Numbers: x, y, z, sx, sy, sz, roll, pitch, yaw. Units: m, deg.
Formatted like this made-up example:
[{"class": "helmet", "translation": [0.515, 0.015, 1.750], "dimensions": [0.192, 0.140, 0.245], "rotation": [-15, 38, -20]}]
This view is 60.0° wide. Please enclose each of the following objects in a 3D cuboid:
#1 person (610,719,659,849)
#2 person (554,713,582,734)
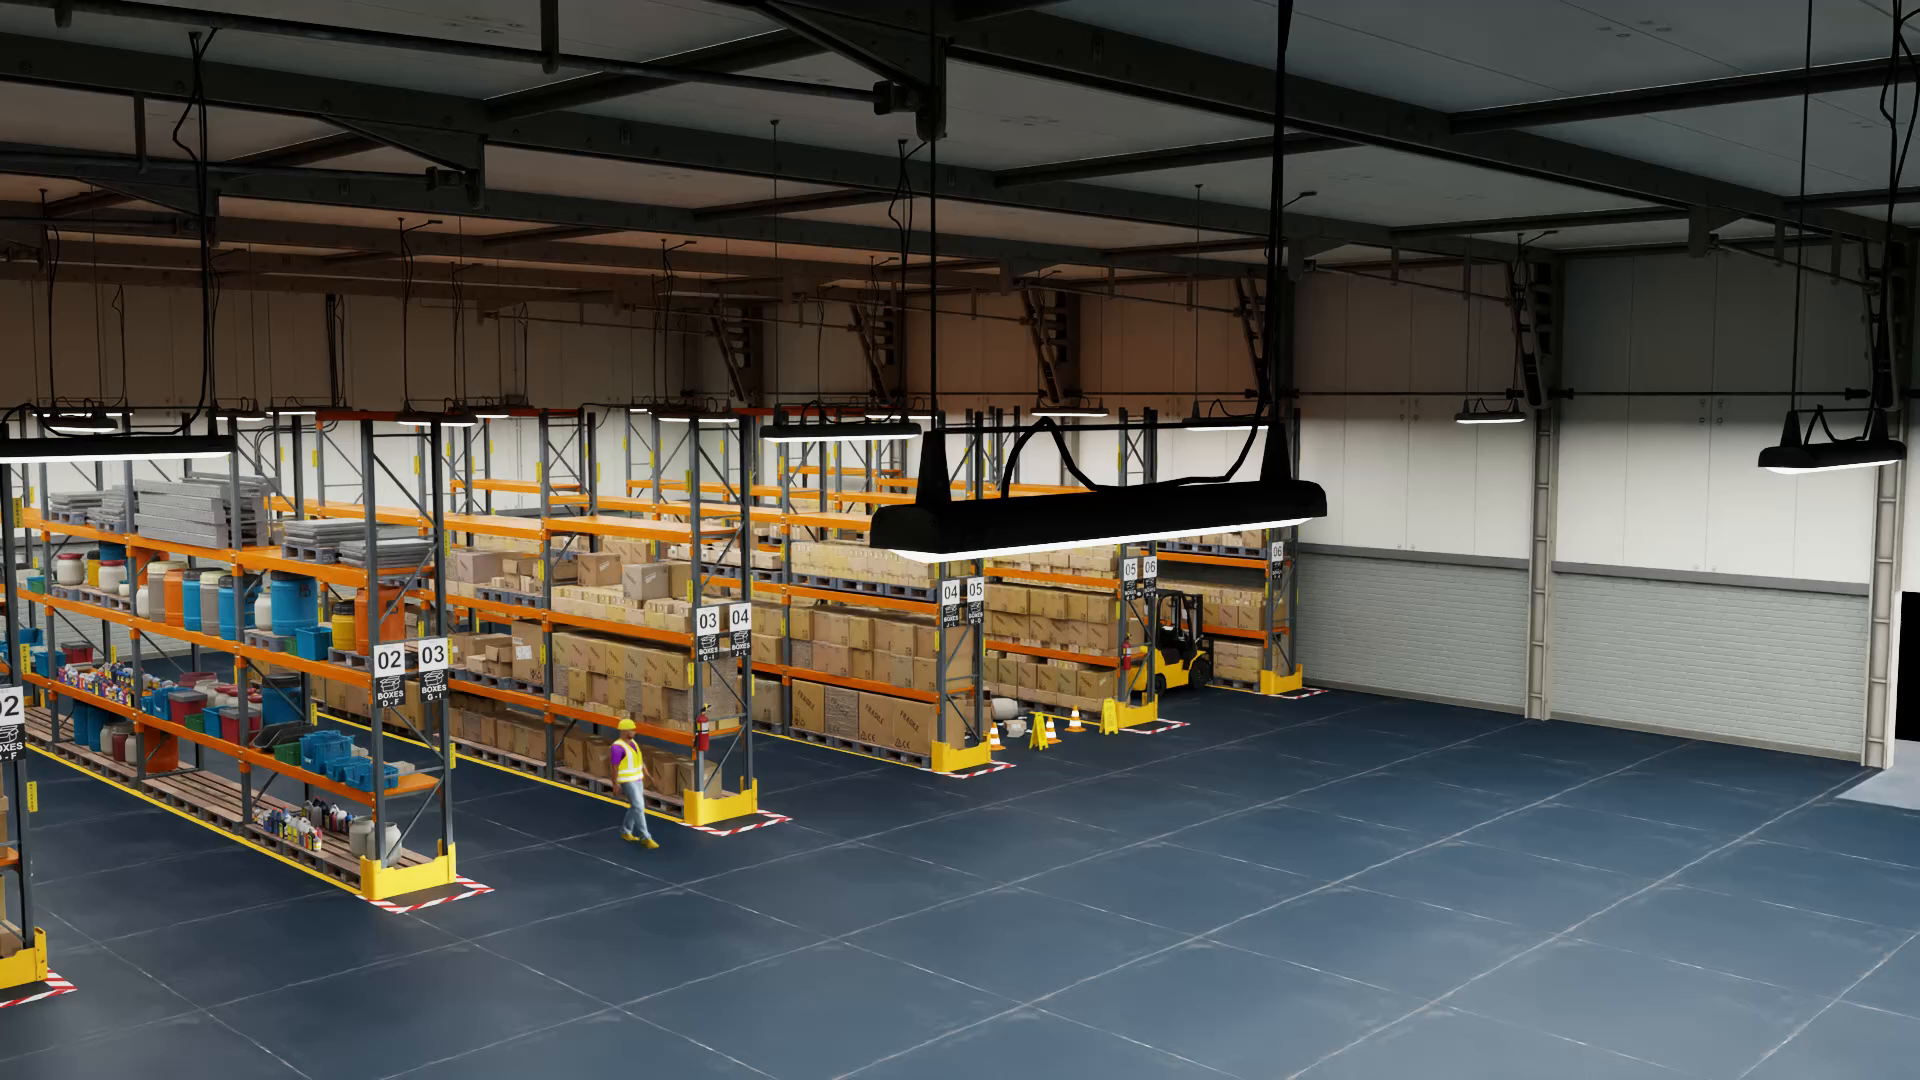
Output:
[{"class": "person", "translation": [-4.494, 3.400, 23.336], "dimensions": [0.754, 1.759, 0.597], "rotation": [2, 5, 17]}, {"class": "person", "translation": [-7.363, 2.818, 30.830], "dimensions": [0.403, 1.525, 0.952], "rotation": [-4, 7, -40]}]
